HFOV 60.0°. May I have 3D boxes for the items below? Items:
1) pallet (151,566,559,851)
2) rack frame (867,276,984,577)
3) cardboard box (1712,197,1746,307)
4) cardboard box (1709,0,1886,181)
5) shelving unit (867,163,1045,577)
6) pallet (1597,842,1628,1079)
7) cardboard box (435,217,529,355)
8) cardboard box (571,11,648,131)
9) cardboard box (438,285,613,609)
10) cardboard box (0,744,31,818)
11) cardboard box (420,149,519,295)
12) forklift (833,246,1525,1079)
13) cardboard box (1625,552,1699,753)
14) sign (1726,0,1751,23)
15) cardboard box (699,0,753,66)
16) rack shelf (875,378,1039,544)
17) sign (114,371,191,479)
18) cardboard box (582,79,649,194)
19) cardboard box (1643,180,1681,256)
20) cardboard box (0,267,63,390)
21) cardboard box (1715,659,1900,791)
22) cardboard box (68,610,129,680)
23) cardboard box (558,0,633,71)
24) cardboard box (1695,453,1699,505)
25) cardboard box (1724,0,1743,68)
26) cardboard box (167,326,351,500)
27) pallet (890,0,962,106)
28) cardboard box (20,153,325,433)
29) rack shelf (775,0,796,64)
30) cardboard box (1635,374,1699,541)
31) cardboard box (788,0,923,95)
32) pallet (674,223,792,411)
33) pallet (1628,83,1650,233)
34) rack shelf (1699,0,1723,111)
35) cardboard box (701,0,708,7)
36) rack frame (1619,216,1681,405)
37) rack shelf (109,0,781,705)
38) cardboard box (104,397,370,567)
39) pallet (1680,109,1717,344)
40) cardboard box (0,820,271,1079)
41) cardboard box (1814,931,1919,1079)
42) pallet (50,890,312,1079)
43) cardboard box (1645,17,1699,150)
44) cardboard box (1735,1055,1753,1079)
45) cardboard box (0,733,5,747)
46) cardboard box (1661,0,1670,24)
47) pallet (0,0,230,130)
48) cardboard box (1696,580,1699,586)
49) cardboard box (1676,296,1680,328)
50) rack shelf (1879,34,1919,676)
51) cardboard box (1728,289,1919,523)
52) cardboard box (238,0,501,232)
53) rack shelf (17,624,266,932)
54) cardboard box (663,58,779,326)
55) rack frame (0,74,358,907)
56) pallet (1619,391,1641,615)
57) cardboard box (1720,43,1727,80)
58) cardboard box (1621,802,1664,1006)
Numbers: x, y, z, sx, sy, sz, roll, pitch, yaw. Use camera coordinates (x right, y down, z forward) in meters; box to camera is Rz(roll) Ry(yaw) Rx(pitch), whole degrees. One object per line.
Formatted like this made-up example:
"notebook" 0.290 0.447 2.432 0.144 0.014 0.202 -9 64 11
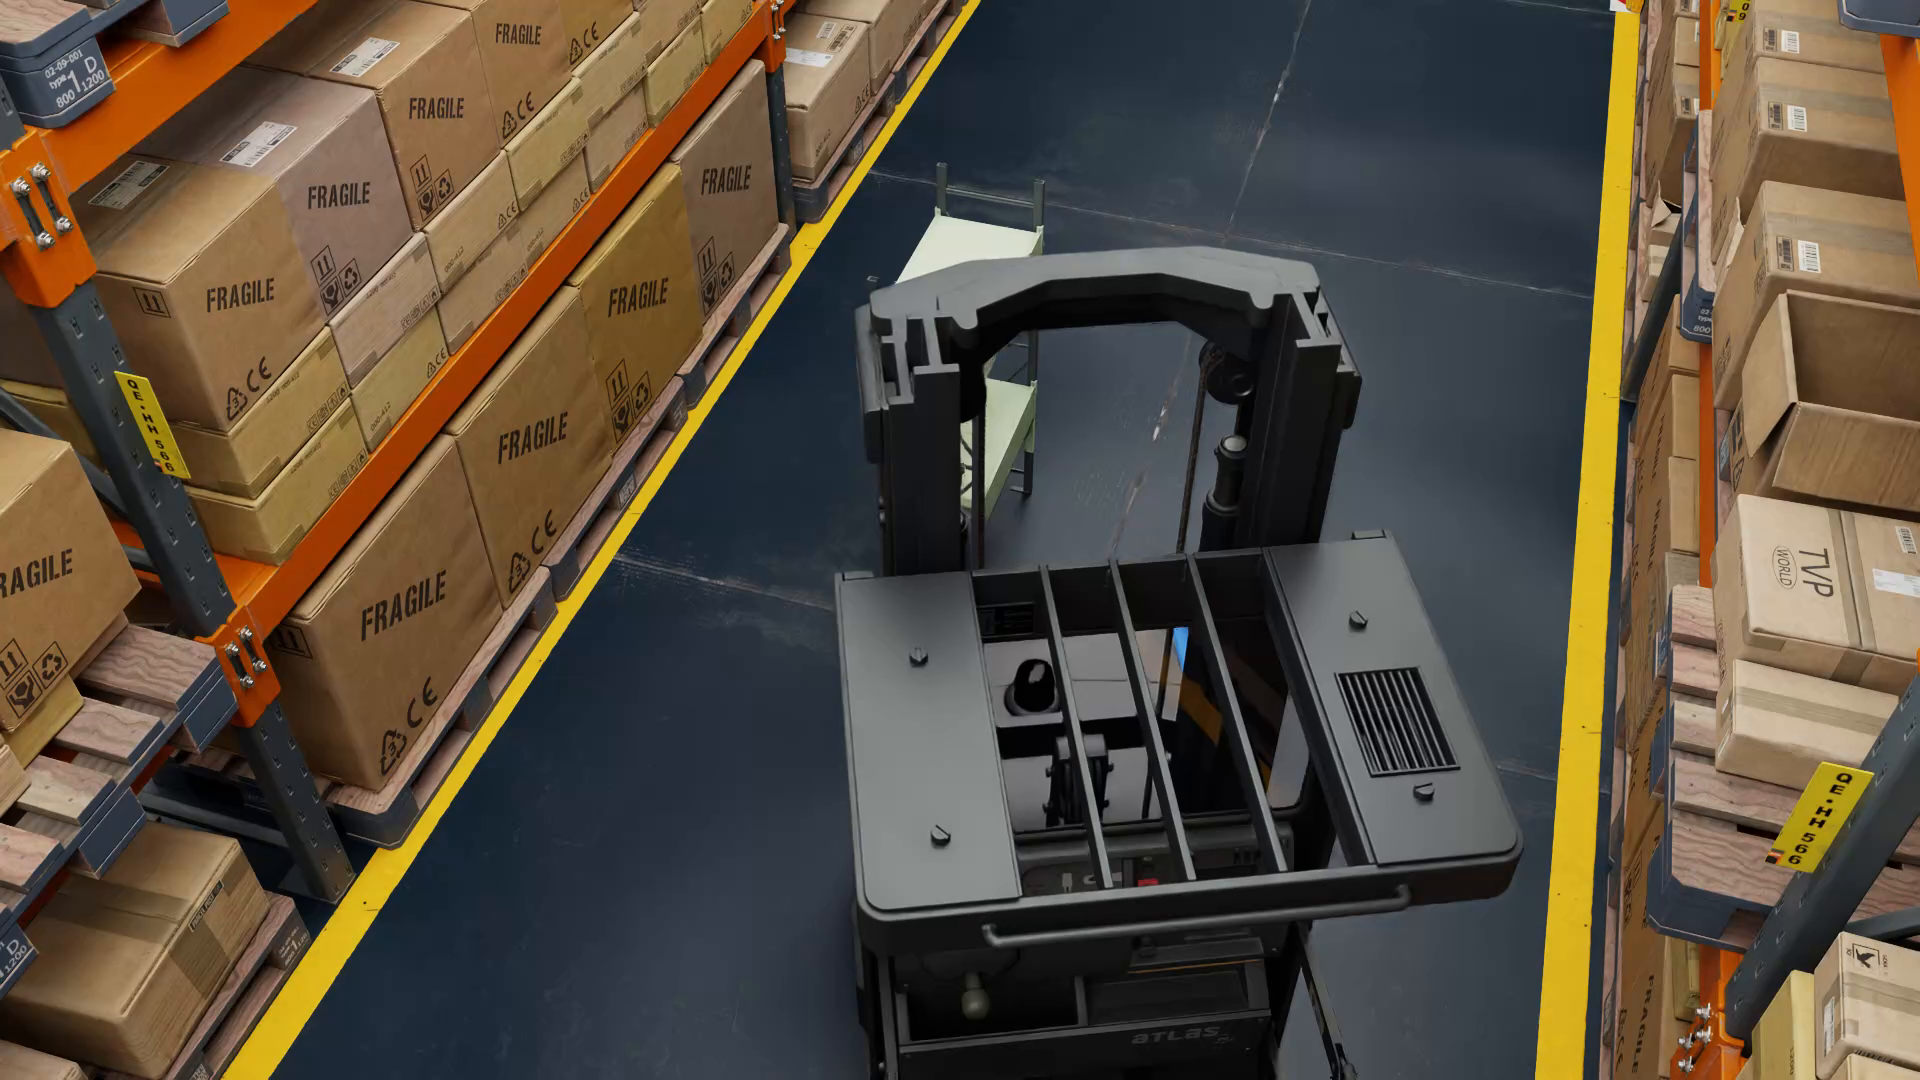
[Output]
"pallet" -2.211 0.483 6.106 1.003 0.211 1.213 13 46 13
"rack frame" -0.113 -0.288 5.972 0.400 1.500 0.023 13 46 12
"cardboard box" 2.635 -0.879 5.300 0.396 0.266 0.258 15 46 14
"cardboard box" 3.062 -1.533 5.800 0.700 0.500 0.500 14 46 14
"shelving unit" -0.002 -0.532 6.221 0.431 1.500 0.755 13 46 12
"pallet" 2.472 1.551 5.014 1.003 0.211 1.213 13 46 13
"cardboard box" -1.831 -0.918 5.651 0.500 0.250 0.500 14 46 14
"cardboard box" -1.508 -1.769 6.163 0.500 0.250 0.500 14 46 13
"cardboard box" -1.959 -0.432 6.265 0.875 0.875 0.875 13 46 13
"cardboard box" -2.443 0.575 3.897 0.380 0.149 0.250 12 46 12
"cardboard box" -1.813 -1.089 5.468 0.500 0.250 0.500 12 46 12
"forklift" 0.332 0.965 3.668 1.130 2.935 3.031 -4 45 -5
"cardboard box" 2.590 0.429 5.654 0.500 0.500 0.500 11 45 11
"sign" 2.902 -2.041 6.072 0.100 0.325 0.005 13 46 13
"cardboard box" -1.206 -2.265 7.027 0.500 0.250 0.500 12 46 12
"rack shelf" -0.002 -0.299 6.449 0.431 0.370 0.720 13 46 12
"sign" -2.002 -0.281 4.122 0.100 0.325 0.005 13 46 13
"cardboard box" -1.532 -1.593 6.341 0.500 0.250 0.500 11 46 11
"cardboard box" 3.418 -1.466 7.758 0.396 0.266 0.258 14 46 14
"cardboard box" -2.614 -0.798 4.634 0.500 0.500 0.500 11 46 11
"cardboard box" 2.043 0.465 4.010 0.380 0.149 0.250 13 46 13
"cardboard box" -2.397 0.204 4.277 0.380 0.149 0.250 14 46 14
"cardboard box" -1.528 -2.033 5.896 0.500 0.500 0.500 14 46 14
"cardboard box" 2.801 -0.209 5.842 0.380 0.149 0.250 12 46 12
"cardboard box" 3.343 -2.066 6.611 0.500 0.250 0.500 14 46 14
"cardboard box" -2.133 -0.415 4.779 0.500 0.250 0.500 12 46 12
"pallet" -0.638 -2.980 9.645 1.003 0.211 1.213 13 46 12
"cardboard box" -2.139 -0.675 4.508 0.500 0.500 0.500 11 45 11
"rack shelf" -0.705 -3.747 8.949 1.077 0.370 4.000 13 46 13
"cardboard box" 2.909 -0.247 6.345 0.500 0.500 0.500 12 46 12
"cardboard box" -0.747 -2.898 9.098 0.875 0.438 0.875 11 45 11
"pallet" -1.472 -1.144 7.768 1.003 0.211 1.213 13 46 13
"pallet" 3.998 -1.899 8.539 1.003 0.211 1.213 13 46 13
"rack shelf" 4.027 -2.698 7.877 1.077 0.370 4.000 13 46 13
"cardboard box" -1.212 -2.450 6.859 0.500 0.250 0.500 12 46 12
"rack frame" 3.421 -1.622 6.263 1.000 3.000 0.127 13 46 13
"rack shelf" -1.916 -1.081 6.224 1.077 0.370 4.000 13 46 13
"cardboard box" -2.134 -0.224 4.941 0.500 0.250 0.500 12 46 12
"pallet" 3.075 -1.044 5.809 1.003 0.211 1.213 13 46 13
"cardboard box" -2.702 1.159 4.999 0.950 0.372 0.625 10 45 10
"cardboard box" 1.833 0.927 3.123 0.380 0.149 0.250 14 46 14
"pallet" -2.760 1.513 5.053 1.003 0.211 1.213 13 46 13
"cardboard box" 3.806 -2.264 8.406 0.500 0.500 0.500 13 46 13
"cardboard box" 1.843 1.342 3.341 0.500 0.250 0.500 13 46 13
"cardboard box" -2.541 0.412 3.600 0.500 0.500 0.500 12 46 12
"cardboard box" 4.357 -3.158 9.318 0.797 0.503 0.637 11 45 11
"pallet" -2.377 -1.450 4.077 1.213 0.211 1.003 15 46 14
"cardboard box" 2.546 0.295 5.327 0.380 0.149 0.250 11 45 11
"cardboard box" 3.059 -0.928 6.577 0.380 0.149 0.250 15 46 14
"rack shelf" 2.816 -1.104 4.103 1.077 0.370 4.000 13 46 13
"cardboard box" 2.528 -0.270 4.507 0.797 0.503 0.637 12 46 12
"cardboard box" -1.827 -1.349 5.197 0.500 0.500 0.500 14 46 14
"rack shelf" -3.127 1.586 3.499 1.077 0.370 4.000 13 46 13
"cardboard box" -1.422 -1.631 7.491 0.875 0.875 0.875 14 46 14
"rack frame" -2.522 -0.005 4.610 1.000 3.000 0.127 13 46 13
"pallet" 3.211 -0.075 6.676 1.003 0.211 1.213 13 46 13
"cardboard box" 3.335 -1.976 6.805 0.380 0.149 0.250 14 46 14
"cardboard box" 2.295 1.129 4.939 0.500 0.500 0.500 12 46 12
